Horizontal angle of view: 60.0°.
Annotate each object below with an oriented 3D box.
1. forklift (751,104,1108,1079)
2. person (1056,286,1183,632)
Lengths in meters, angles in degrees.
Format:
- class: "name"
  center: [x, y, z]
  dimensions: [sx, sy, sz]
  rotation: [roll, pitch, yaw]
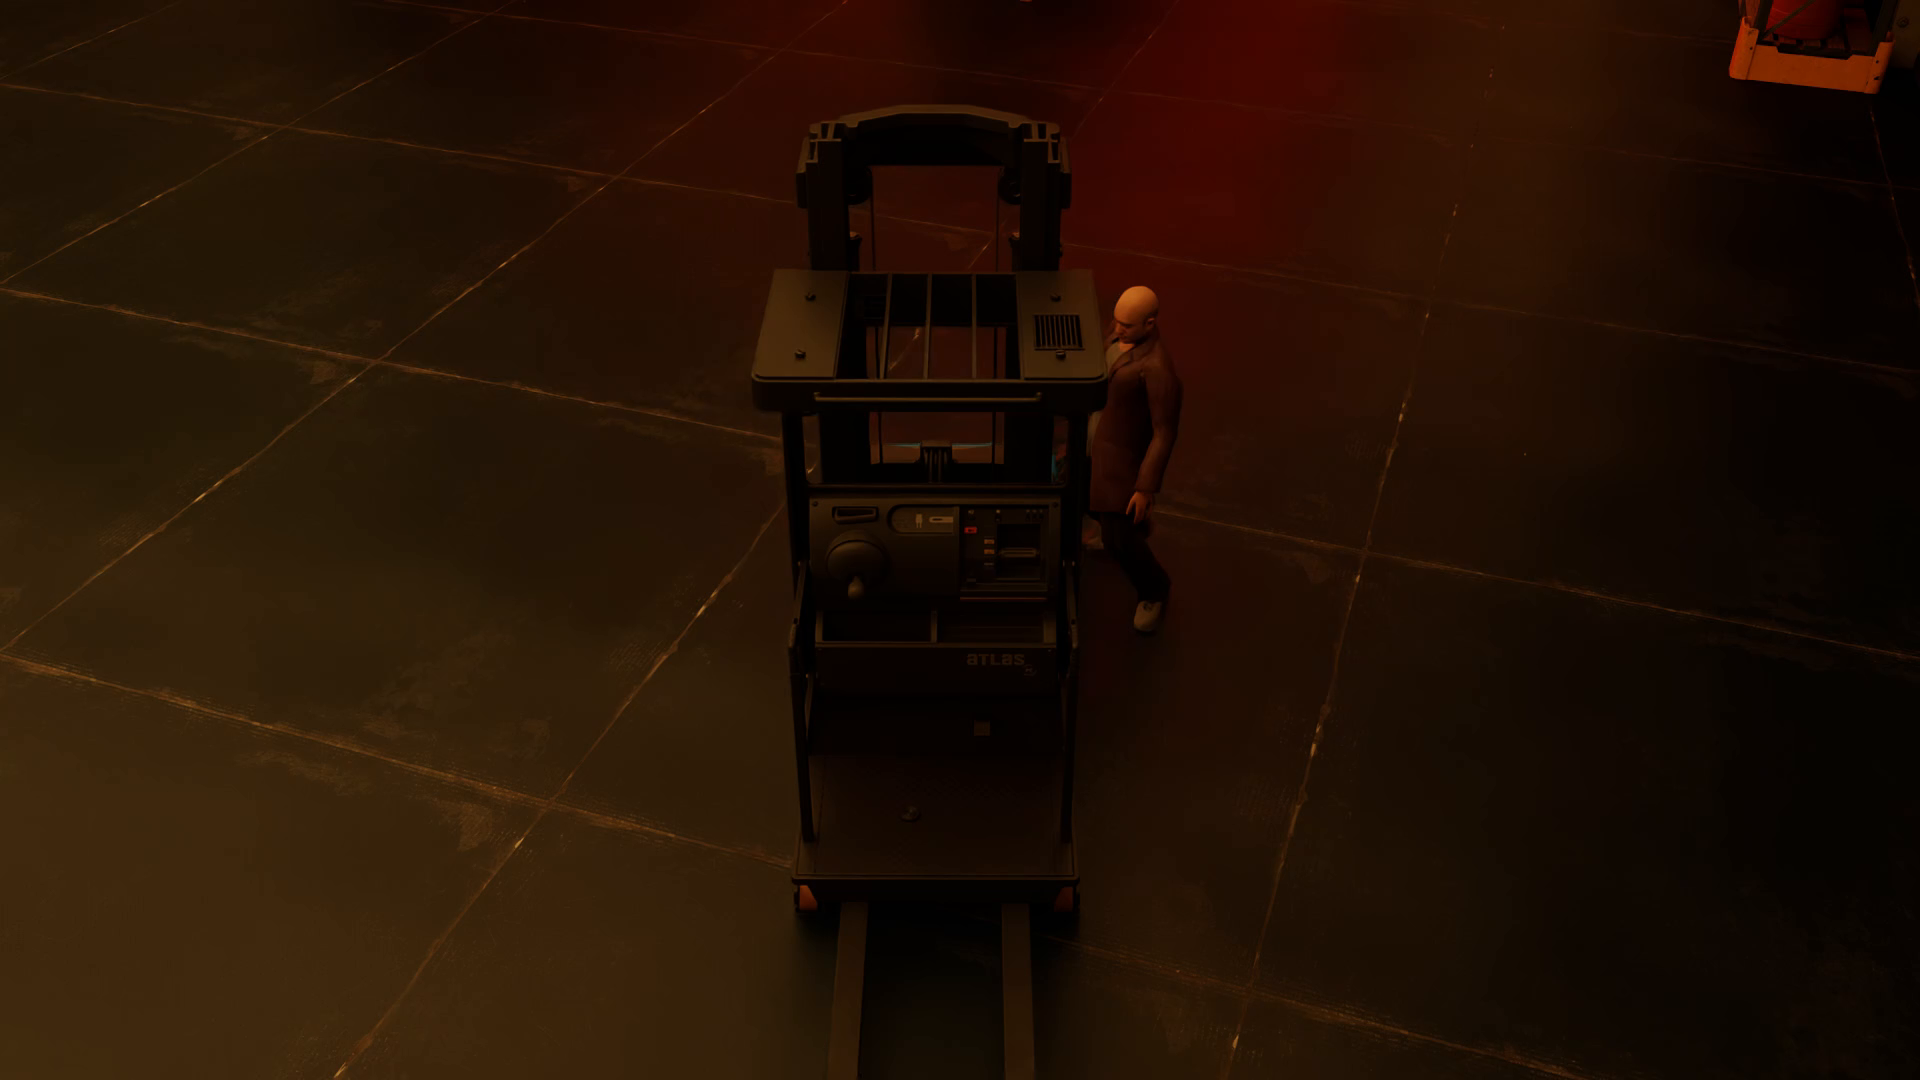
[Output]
- class: "forklift"
  center: [-0.091, 0.092, 5.981]
  dimensions: [1.130, 2.935, 3.031]
  rotation: [0, 35, 0]
- class: "person"
  center: [0.766, -0.481, 7.880]
  dimensions: [0.577, 1.687, 0.939]
  rotation: [-9, 36, -12]
